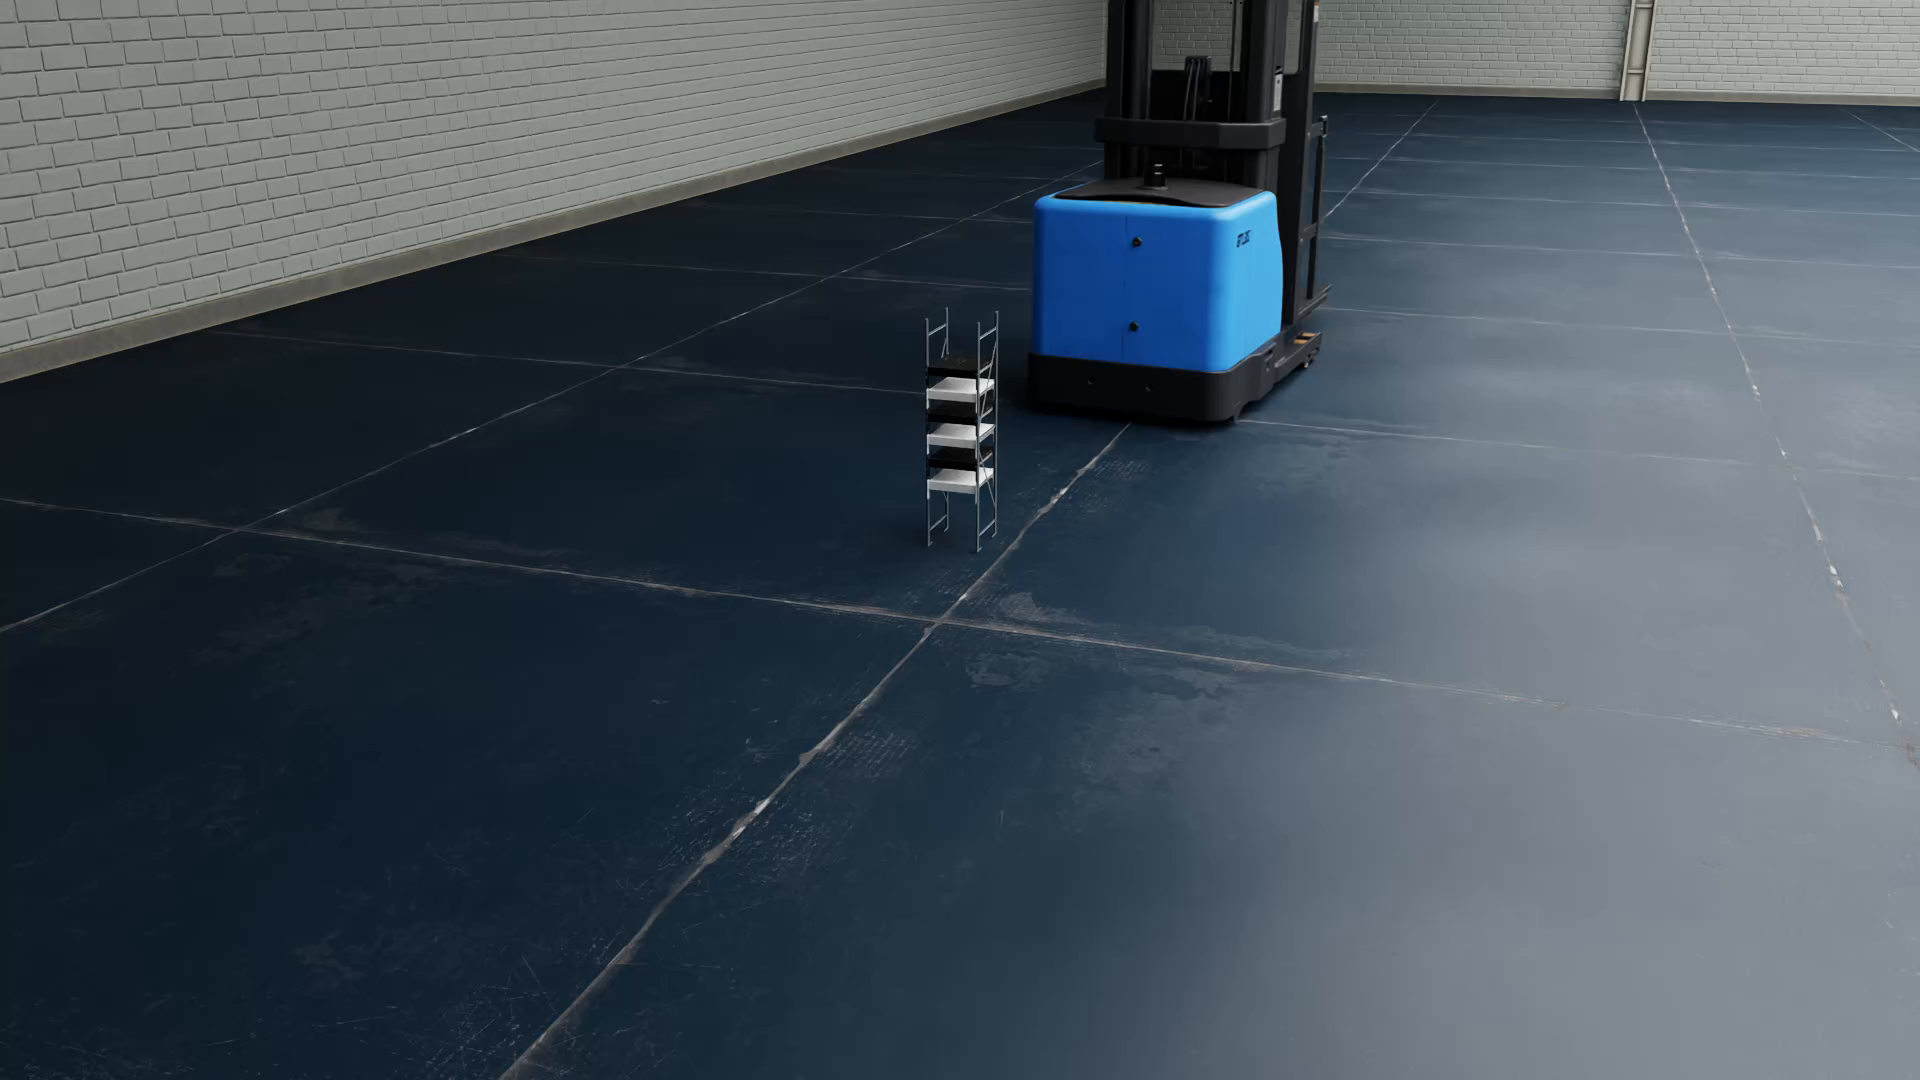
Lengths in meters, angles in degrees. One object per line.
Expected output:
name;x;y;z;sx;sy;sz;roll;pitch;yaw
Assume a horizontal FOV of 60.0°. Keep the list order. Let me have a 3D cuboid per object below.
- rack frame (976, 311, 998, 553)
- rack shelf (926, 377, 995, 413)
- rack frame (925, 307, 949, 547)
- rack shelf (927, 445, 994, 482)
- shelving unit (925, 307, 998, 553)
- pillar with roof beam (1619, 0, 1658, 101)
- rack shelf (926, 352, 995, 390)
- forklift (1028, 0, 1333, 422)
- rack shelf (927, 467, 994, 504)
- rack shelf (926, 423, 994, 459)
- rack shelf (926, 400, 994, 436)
rack frame;0.104;-0.413;6.394;0.006;0.900;0.240;7;20;18
rack shelf;0.008;-0.563;6.377;0.200;0.077;0.258;7;20;18
rack frame;-0.088;-0.435;6.457;0.006;0.900;0.240;7;20;18
rack shelf;0.008;-0.308;6.466;0.200;0.077;0.258;7;20;18
shelving unit;0.008;-0.424;6.426;0.210;0.900;0.258;7;20;18
pillar with roof beam;9.616;-10.134;21.977;0.400;9.000;9.100;7;20;18
rack shelf;0.008;-0.648;6.348;0.200;0.077;0.258;7;20;18
forklift;1.423;-2.399;9.007;1.130;2.935;3.031;9;21;23
rack shelf;0.008;-0.223;6.496;0.200;0.077;0.258;7;20;18
rack shelf;0.008;-0.393;6.437;0.200;0.077;0.258;7;20;18
rack shelf;0.008;-0.478;6.407;0.200;0.077;0.258;7;20;18
